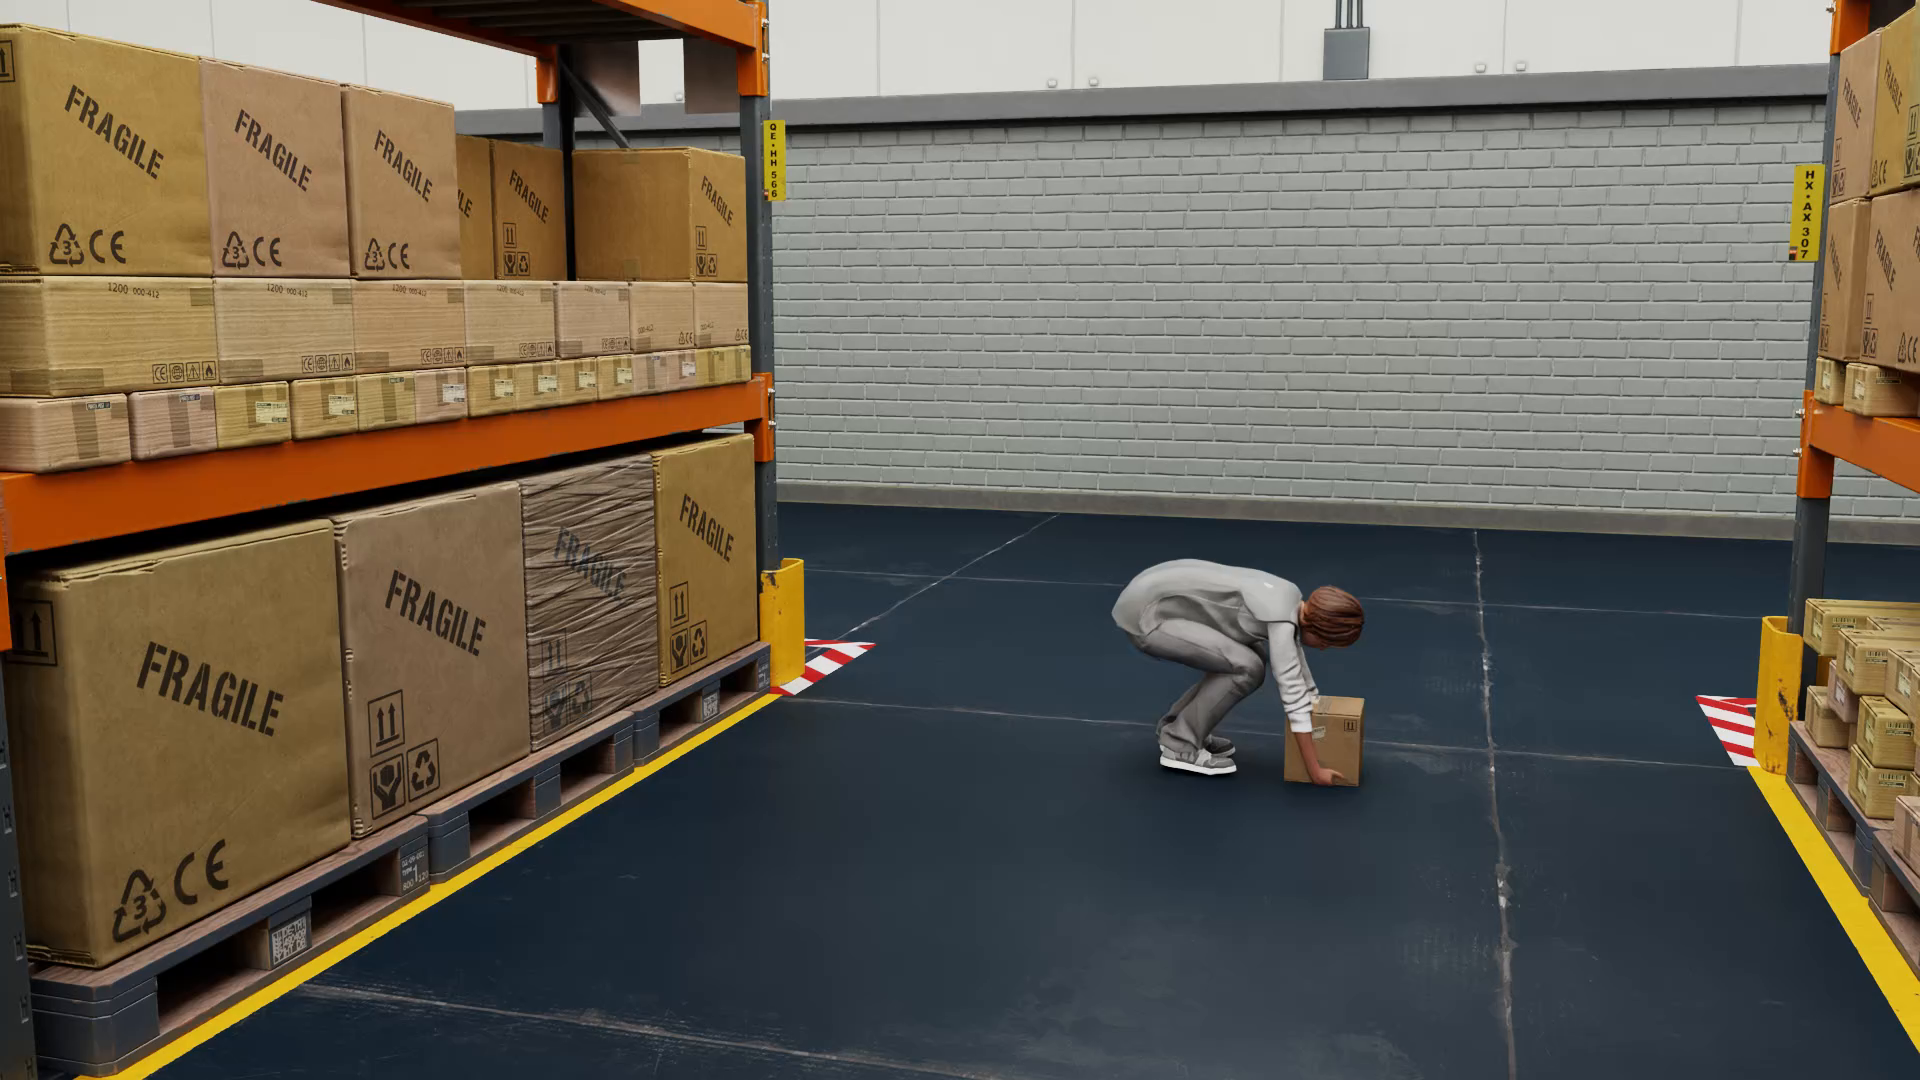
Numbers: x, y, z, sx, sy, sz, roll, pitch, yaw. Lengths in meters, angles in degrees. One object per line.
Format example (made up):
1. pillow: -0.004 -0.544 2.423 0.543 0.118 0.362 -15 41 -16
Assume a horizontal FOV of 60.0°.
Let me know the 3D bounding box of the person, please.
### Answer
1. person: 0.901 0.465 5.848 0.714 0.688 0.396 2 9 14
